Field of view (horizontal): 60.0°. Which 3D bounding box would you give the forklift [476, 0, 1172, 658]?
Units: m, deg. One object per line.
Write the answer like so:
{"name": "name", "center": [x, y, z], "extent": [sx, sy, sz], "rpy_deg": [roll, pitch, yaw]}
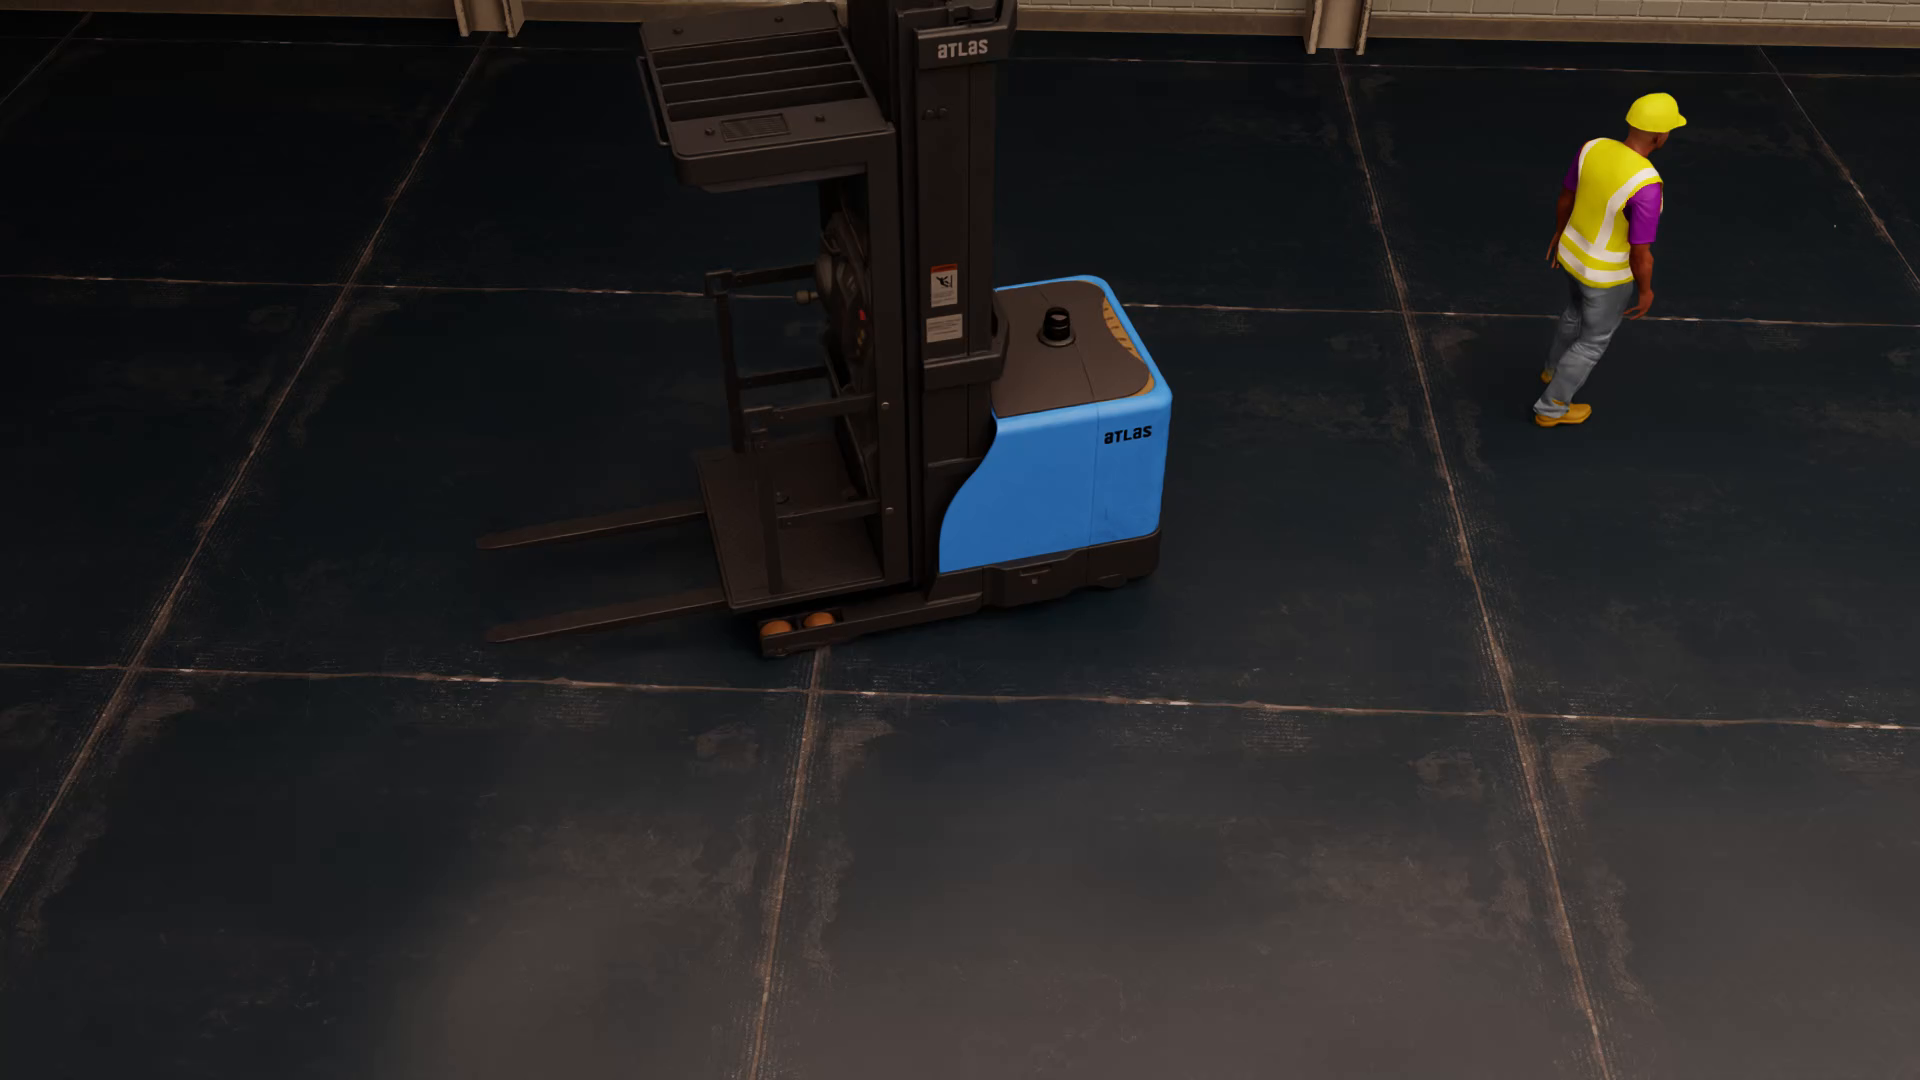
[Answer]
{"name": "forklift", "center": [-0.659, -0.961, 6.795], "extent": [3.031, 2.935, 1.130], "rpy_deg": [-10, 43, -11]}

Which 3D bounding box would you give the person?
{"name": "person", "center": [3.170, -1.349, 8.120], "extent": [0.525, 1.783, 0.656], "rpy_deg": [-11, 44, -12]}
